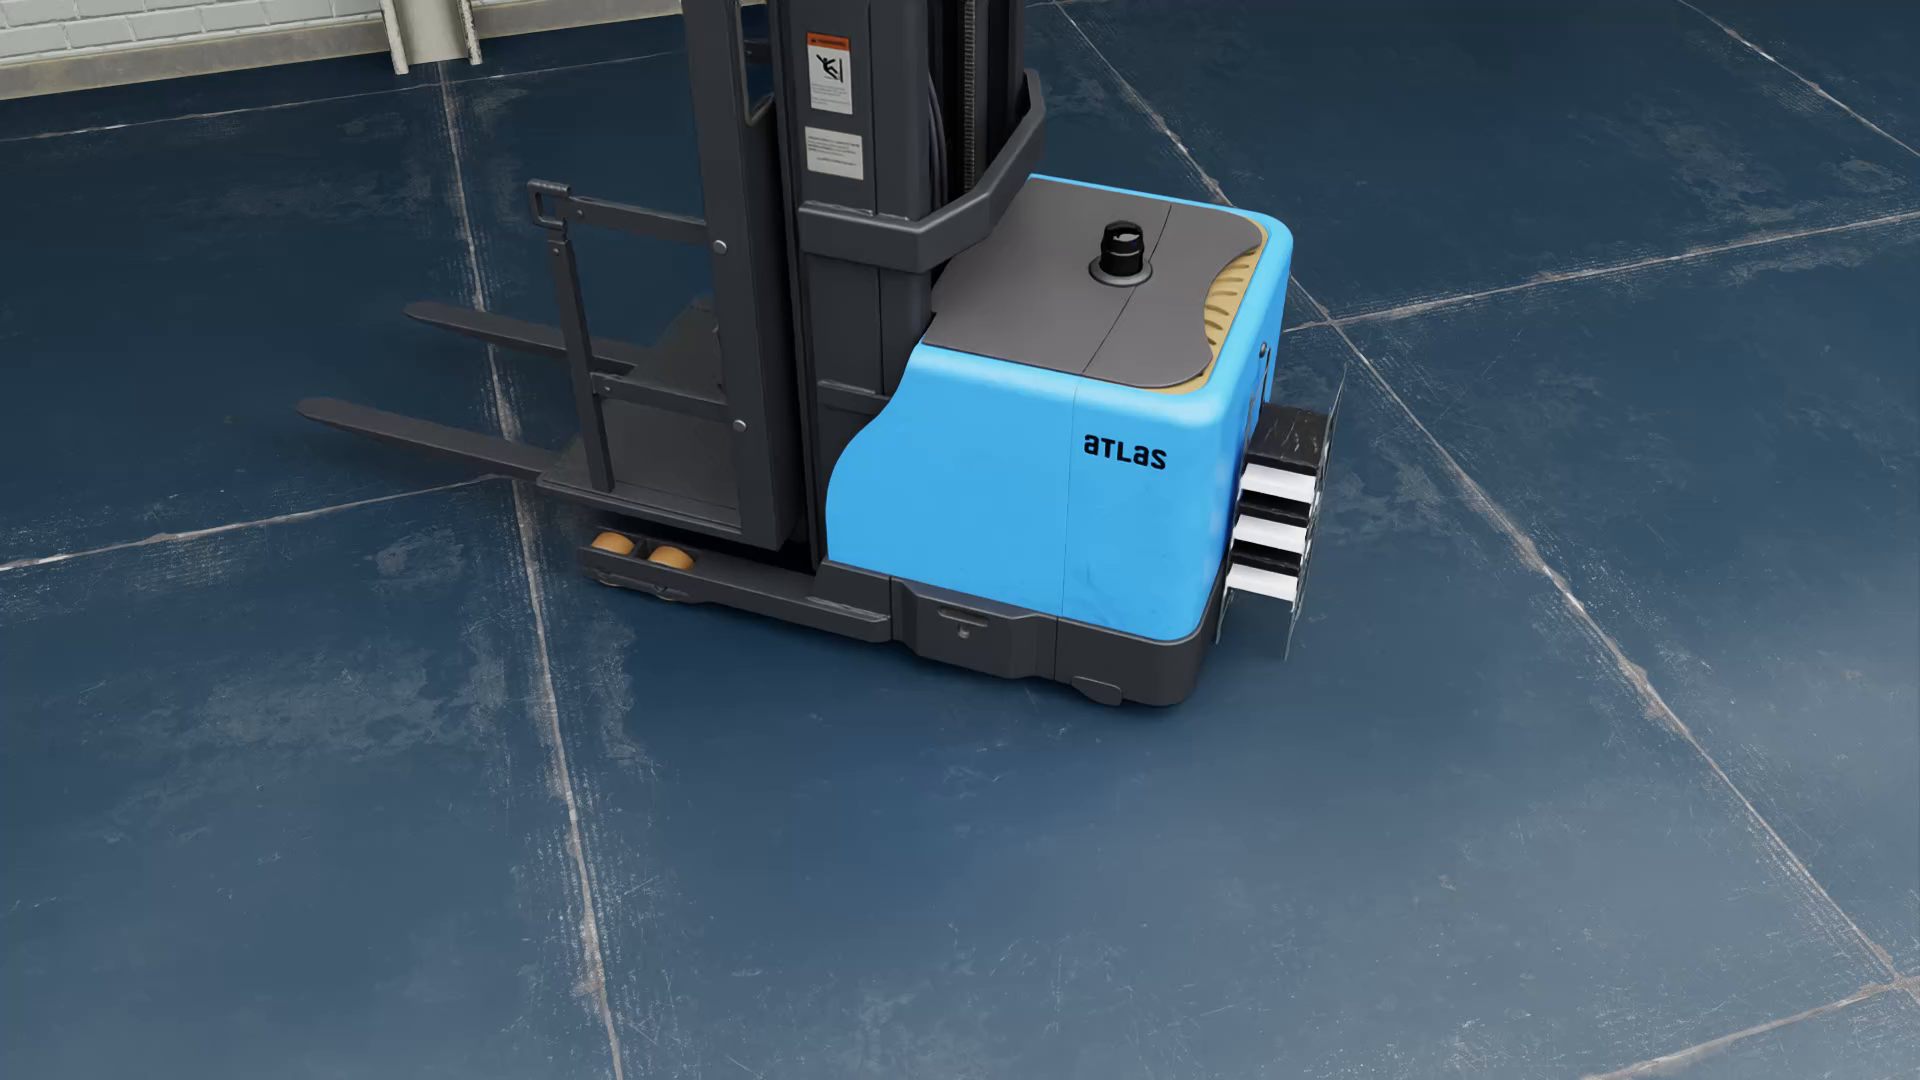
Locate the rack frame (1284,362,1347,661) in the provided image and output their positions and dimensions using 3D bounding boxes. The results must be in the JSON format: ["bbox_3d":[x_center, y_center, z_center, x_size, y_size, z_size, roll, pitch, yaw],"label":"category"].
[{"bbox_3d":[0.987,-0.061,4.635,0.006,0.900,0.240,13,43,15],"label":"rack frame"}]

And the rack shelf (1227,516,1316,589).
[{"bbox_3d":[0.891,0.010,4.742,0.200,0.077,0.258,13,43,15],"label":"rack shelf"}]

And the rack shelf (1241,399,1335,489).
[{"bbox_3d":[0.891,-0.261,4.505,0.200,0.077,0.258,13,43,15],"label":"rack shelf"}]

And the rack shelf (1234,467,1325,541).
[{"bbox_3d":[0.891,-0.126,4.624,0.200,0.077,0.258,13,43,15],"label":"rack shelf"}]

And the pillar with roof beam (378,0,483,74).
[{"bbox_3d":[-1.184,-2.985,1.827,0.400,9.000,9.100,-12,42,-13],"label":"pillar with roof beam"}]

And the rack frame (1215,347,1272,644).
[{"bbox_3d":[0.796,-0.106,4.687,0.006,0.900,0.240,13,43,15],"label":"rack frame"}]

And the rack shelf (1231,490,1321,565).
[{"bbox_3d":[0.891,-0.058,4.683,0.200,0.077,0.258,13,43,15],"label":"rack shelf"}]

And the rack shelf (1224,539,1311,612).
[{"bbox_3d":[0.891,0.078,4.802,0.200,0.077,0.258,13,43,15],"label":"rack shelf"}]

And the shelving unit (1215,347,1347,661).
[{"bbox_3d":[0.891,-0.083,4.661,0.210,0.900,0.258,13,43,15],"label":"shelving unit"}]

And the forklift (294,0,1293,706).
[{"bbox_3d":[-0.627,-1.231,4.431,3.031,2.935,1.130,13,43,15],"label":"forklift"}]

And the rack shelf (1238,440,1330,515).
[{"bbox_3d":[0.891,-0.194,4.565,0.200,0.077,0.258,13,43,15],"label":"rack shelf"}]
